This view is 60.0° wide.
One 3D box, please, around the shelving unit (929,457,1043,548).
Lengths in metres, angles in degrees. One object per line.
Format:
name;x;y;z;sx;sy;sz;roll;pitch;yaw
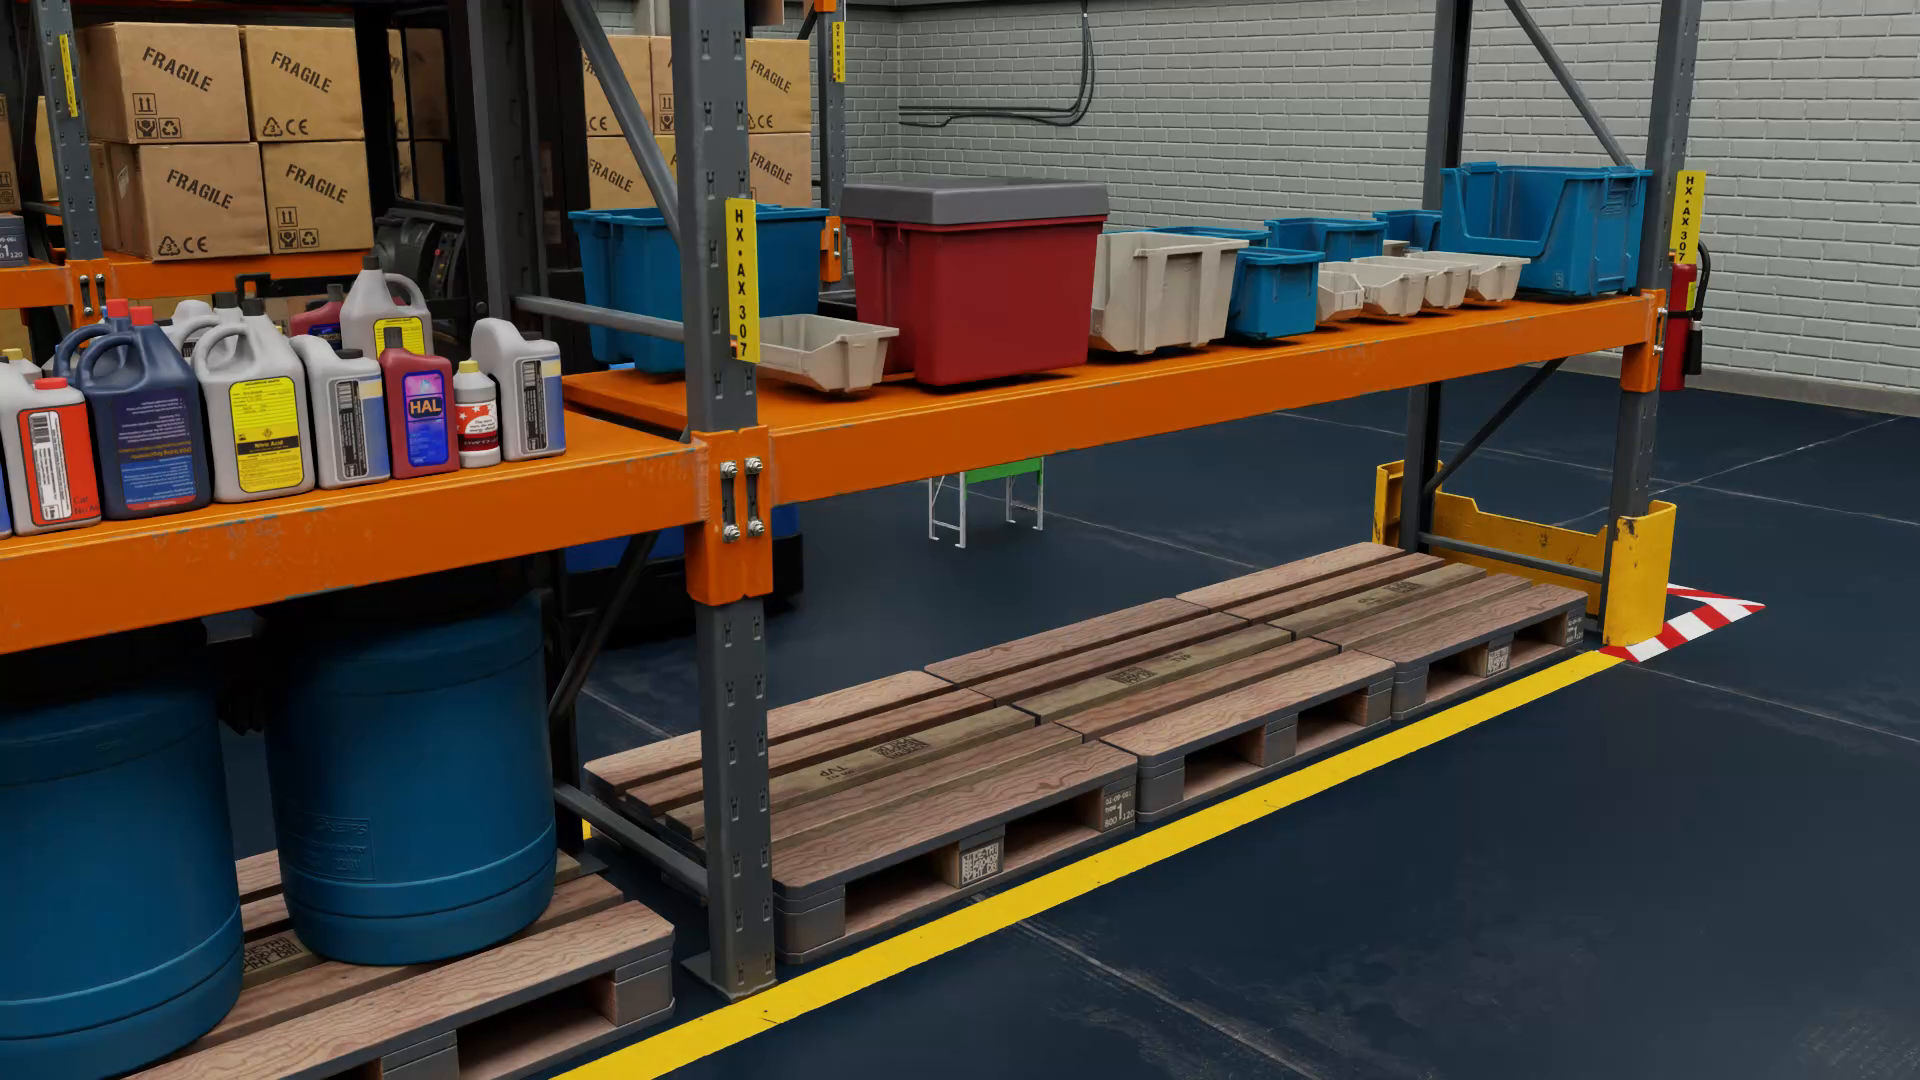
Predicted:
shelving unit;0.125;-0.608;7.700;0.503;1.200;0.258;-13;19;-39

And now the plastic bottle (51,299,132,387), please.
plastic bottle;-1.512;-0.252;2.977;0.185;0.351;0.144;-13;19;-39

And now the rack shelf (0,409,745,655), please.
rack shelf;-2.308;0.188;2.628;4.000;0.370;1.077;-13;19;-39

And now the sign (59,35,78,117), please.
sign;-3.681;-1.915;6.865;0.005;0.325;0.100;-13;19;-39

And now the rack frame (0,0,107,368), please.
rack frame;-4.048;-1.464;7.417;0.127;3.000;1.000;-13;19;-39

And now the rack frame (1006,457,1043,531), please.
rack frame;0.309;-0.649;7.855;0.015;1.200;0.240;-13;19;-39

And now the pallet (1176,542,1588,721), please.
pallet;1.571;0.303;6.206;1.213;0.211;1.003;-13;19;-39

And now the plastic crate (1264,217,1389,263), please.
plastic crate;1.319;-1.035;6.021;0.300;0.233;0.416;-13;19;-39

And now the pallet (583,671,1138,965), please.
pallet;-0.270;0.717;4.658;1.213;0.211;1.003;-13;19;-39

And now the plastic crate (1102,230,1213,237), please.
plastic crate;0.596;-0.873;5.413;0.300;0.233;0.416;-13;19;-39

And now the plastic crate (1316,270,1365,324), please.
plastic crate;1.089;-0.752;5.149;0.250;0.136;0.298;-13;19;-39

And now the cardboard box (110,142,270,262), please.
cardboard box;-3.485;-1.545;7.528;0.500;0.500;0.500;-12;19;-38

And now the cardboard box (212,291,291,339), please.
cardboard box;-5.504;-1.792;12.676;0.500;0.500;0.700;-13;20;-41

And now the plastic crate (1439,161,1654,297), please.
plastic crate;2.088;-1.129;5.980;0.499;0.435;0.616;-13;19;-39

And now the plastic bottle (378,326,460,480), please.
plastic bottle;-1.029;-0.264;3.154;0.133;0.283;0.061;-13;19;-39

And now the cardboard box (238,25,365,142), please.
cardboard box;-3.119;-2.107;7.696;0.500;0.500;0.500;-13;20;-41

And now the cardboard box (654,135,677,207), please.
cardboard box;-1.579;-1.972;9.126;0.500;0.500;0.500;-12;19;-39

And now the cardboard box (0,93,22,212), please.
cardboard box;-4.552;-1.678;7.212;0.700;0.500;0.500;8;17;28

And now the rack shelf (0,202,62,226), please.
rack shelf;-5.794;-2.419;12.386;4.000;0.370;1.077;-13;19;-39

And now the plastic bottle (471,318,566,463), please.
plastic bottle;-0.884;-0.309;3.334;0.135;0.276;0.152;-13;19;-39

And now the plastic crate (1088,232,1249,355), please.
plastic crate;0.474;-0.693;4.646;0.530;0.282;0.437;-13;19;-39

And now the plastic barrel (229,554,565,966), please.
plastic barrel;-1.221;0.401;3.688;0.708;0.901;0.600;-13;19;-39

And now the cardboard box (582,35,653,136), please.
cardboard box;-1.954;-2.369;8.675;0.500;0.500;0.500;-12;19;-38

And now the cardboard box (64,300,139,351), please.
cardboard box;-6.290;-1.614;12.009;0.500;0.500;0.700;-13;20;-40

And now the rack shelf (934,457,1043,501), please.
rack shelf;0.125;-0.314;7.779;0.480;0.148;0.258;-13;19;-39

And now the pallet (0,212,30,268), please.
pallet;-4.722;-1.257;7.014;1.213;0.211;1.003;-13;19;-39

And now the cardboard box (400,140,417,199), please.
cardboard box;-2.721;-1.717;8.171;0.500;0.500;0.500;-13;20;-40

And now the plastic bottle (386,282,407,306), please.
plastic bottle;-1.356;-0.463;3.897;0.133;0.283;0.061;-13;19;-39

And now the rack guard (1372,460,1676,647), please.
rack guard;2.228;0.025;6.688;0.348;0.500;1.175;-13;19;-39

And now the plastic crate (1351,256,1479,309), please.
plastic crate;1.494;-0.858;5.545;0.243;0.136;0.396;-13;19;-39

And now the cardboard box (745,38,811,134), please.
cardboard box;-1.186;-2.544;9.329;0.500;0.500;0.500;-13;20;-40

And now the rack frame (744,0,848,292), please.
rack frame;-1.030;-2.141;9.953;0.127;3.000;1.000;-13;19;-39

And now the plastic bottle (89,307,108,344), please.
plastic bottle;-1.780;-0.356;3.519;0.097;0.271;0.097;0;15;0

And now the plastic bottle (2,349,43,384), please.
plastic bottle;-1.927;-0.289;3.405;0.097;0.201;0.097;0;15;0

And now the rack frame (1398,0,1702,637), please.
rack frame;2.218;-1.176;6.341;0.127;3.000;1.000;-13;19;-39

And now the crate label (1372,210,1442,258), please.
crate label;1.816;-1.147;6.438;0.303;0.233;0.416;-13;19;-39

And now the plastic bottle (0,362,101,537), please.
plastic bottle;-1.540;-0.162;2.783;0.135;0.276;0.152;-13;19;-39

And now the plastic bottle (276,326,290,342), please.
plastic bottle;-1.532;-0.378;3.737;0.097;0.201;0.097;0;15;0

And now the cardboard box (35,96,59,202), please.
cardboard box;-6.328;-2.783;11.777;0.700;0.700;0.980;-13;20;-41

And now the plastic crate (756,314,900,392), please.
plastic crate;-0.354;-0.451;4.021;0.243;0.136;0.396;-13;19;-39

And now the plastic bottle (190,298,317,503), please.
plastic bottle;-1.278;-0.255;2.989;0.185;0.351;0.144;-13;19;-39

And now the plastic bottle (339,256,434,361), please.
plastic bottle;-1.308;-0.471;3.798;0.185;0.351;0.144;-13;19;-39

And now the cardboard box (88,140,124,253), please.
cardboard box;-3.839;-1.646;7.908;0.500;0.500;0.500;-12;19;-38

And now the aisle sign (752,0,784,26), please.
aisle sign;-1.172;-3.466;9.875;0.004;0.787;0.394;-13;19;-39

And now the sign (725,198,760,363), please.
sign;-0.439;-0.525;3.366;0.005;0.325;0.100;-13;19;-39

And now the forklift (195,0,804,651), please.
forklift;-2.132;-1.029;5.921;3.031;2.935;1.130;-10;18;-34

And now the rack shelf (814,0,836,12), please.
rack shelf;-2.539;-2.904;8.391;4.000;0.370;1.077;-13;19;-39
